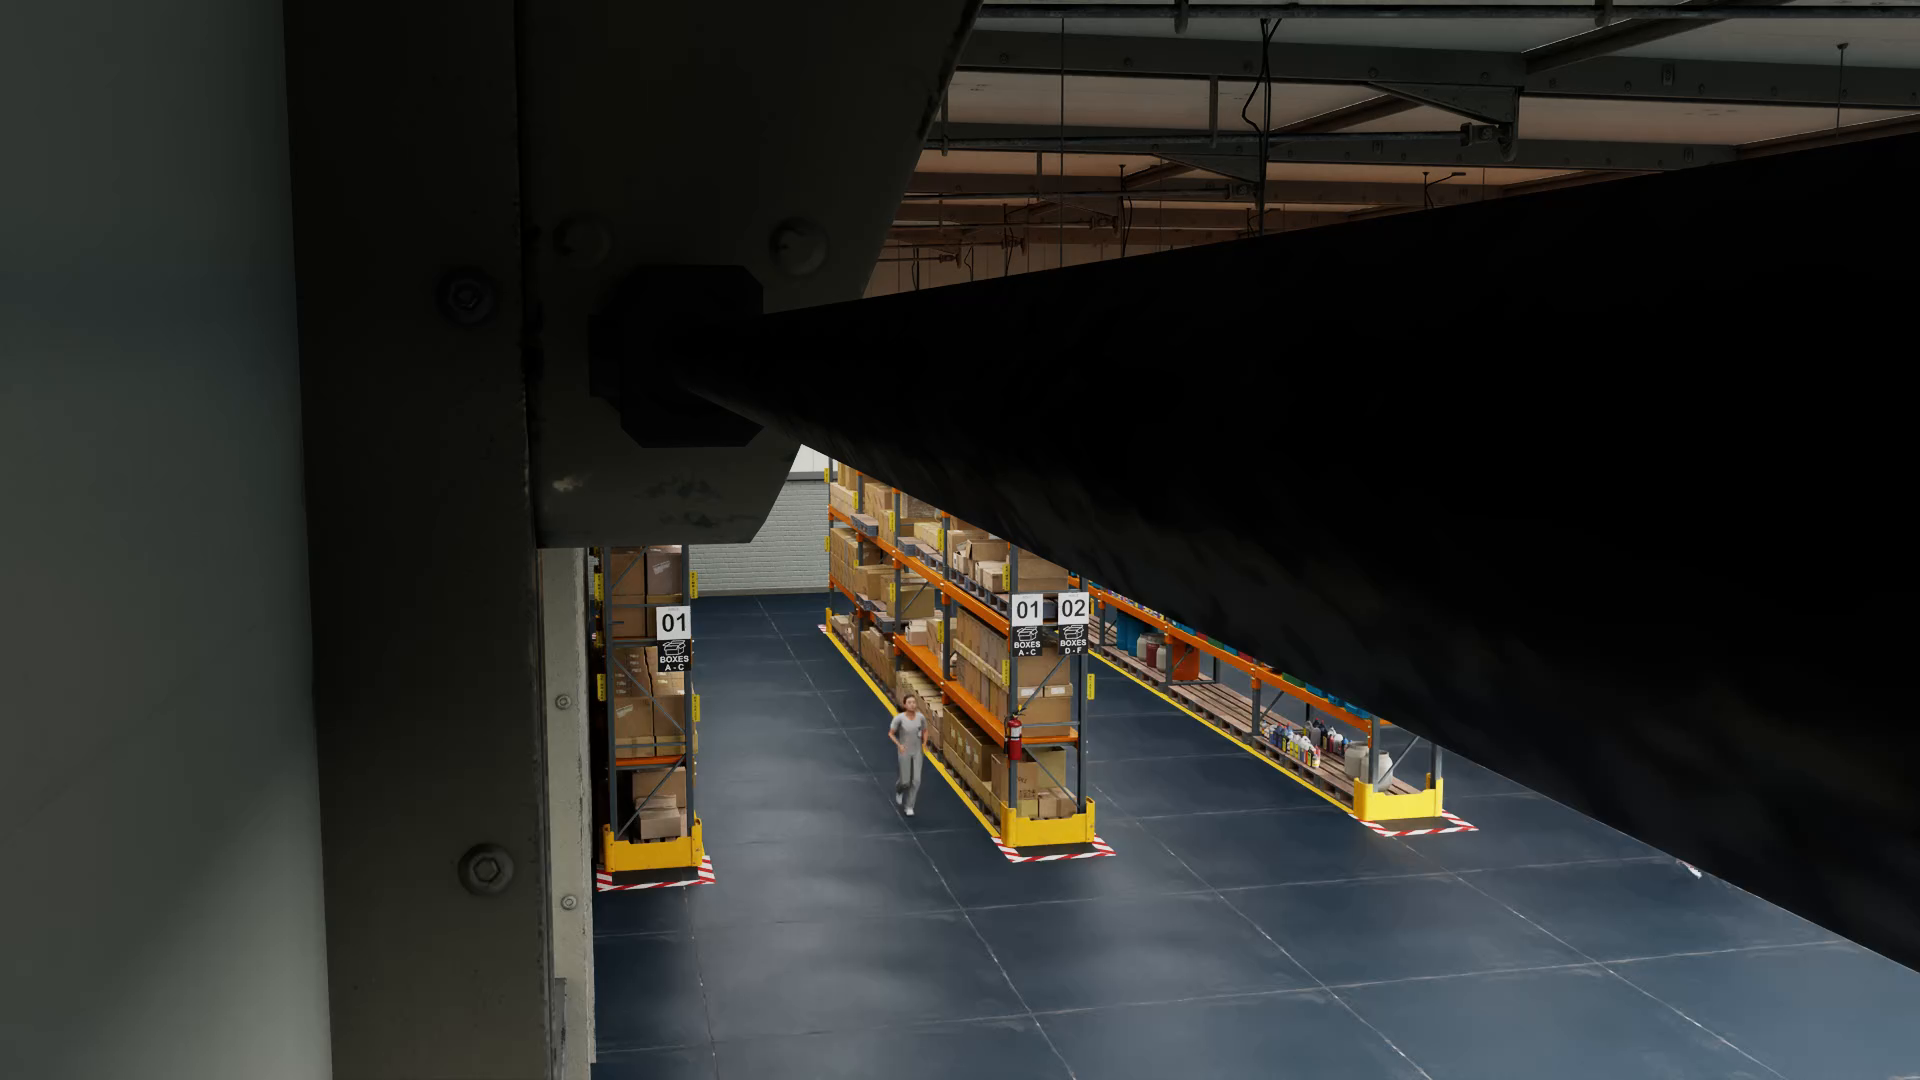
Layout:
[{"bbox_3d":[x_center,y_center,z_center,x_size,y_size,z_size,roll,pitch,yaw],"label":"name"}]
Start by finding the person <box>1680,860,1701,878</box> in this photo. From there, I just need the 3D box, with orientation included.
[{"bbox_3d":[8.923,3.221,19.284,1.012,1.674,0.598,2,7,20],"label":"person"}]

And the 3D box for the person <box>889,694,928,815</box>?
[{"bbox_3d":[-0.676,2.860,22.324,0.548,1.623,0.560,-2,7,-18],"label":"person"}]
